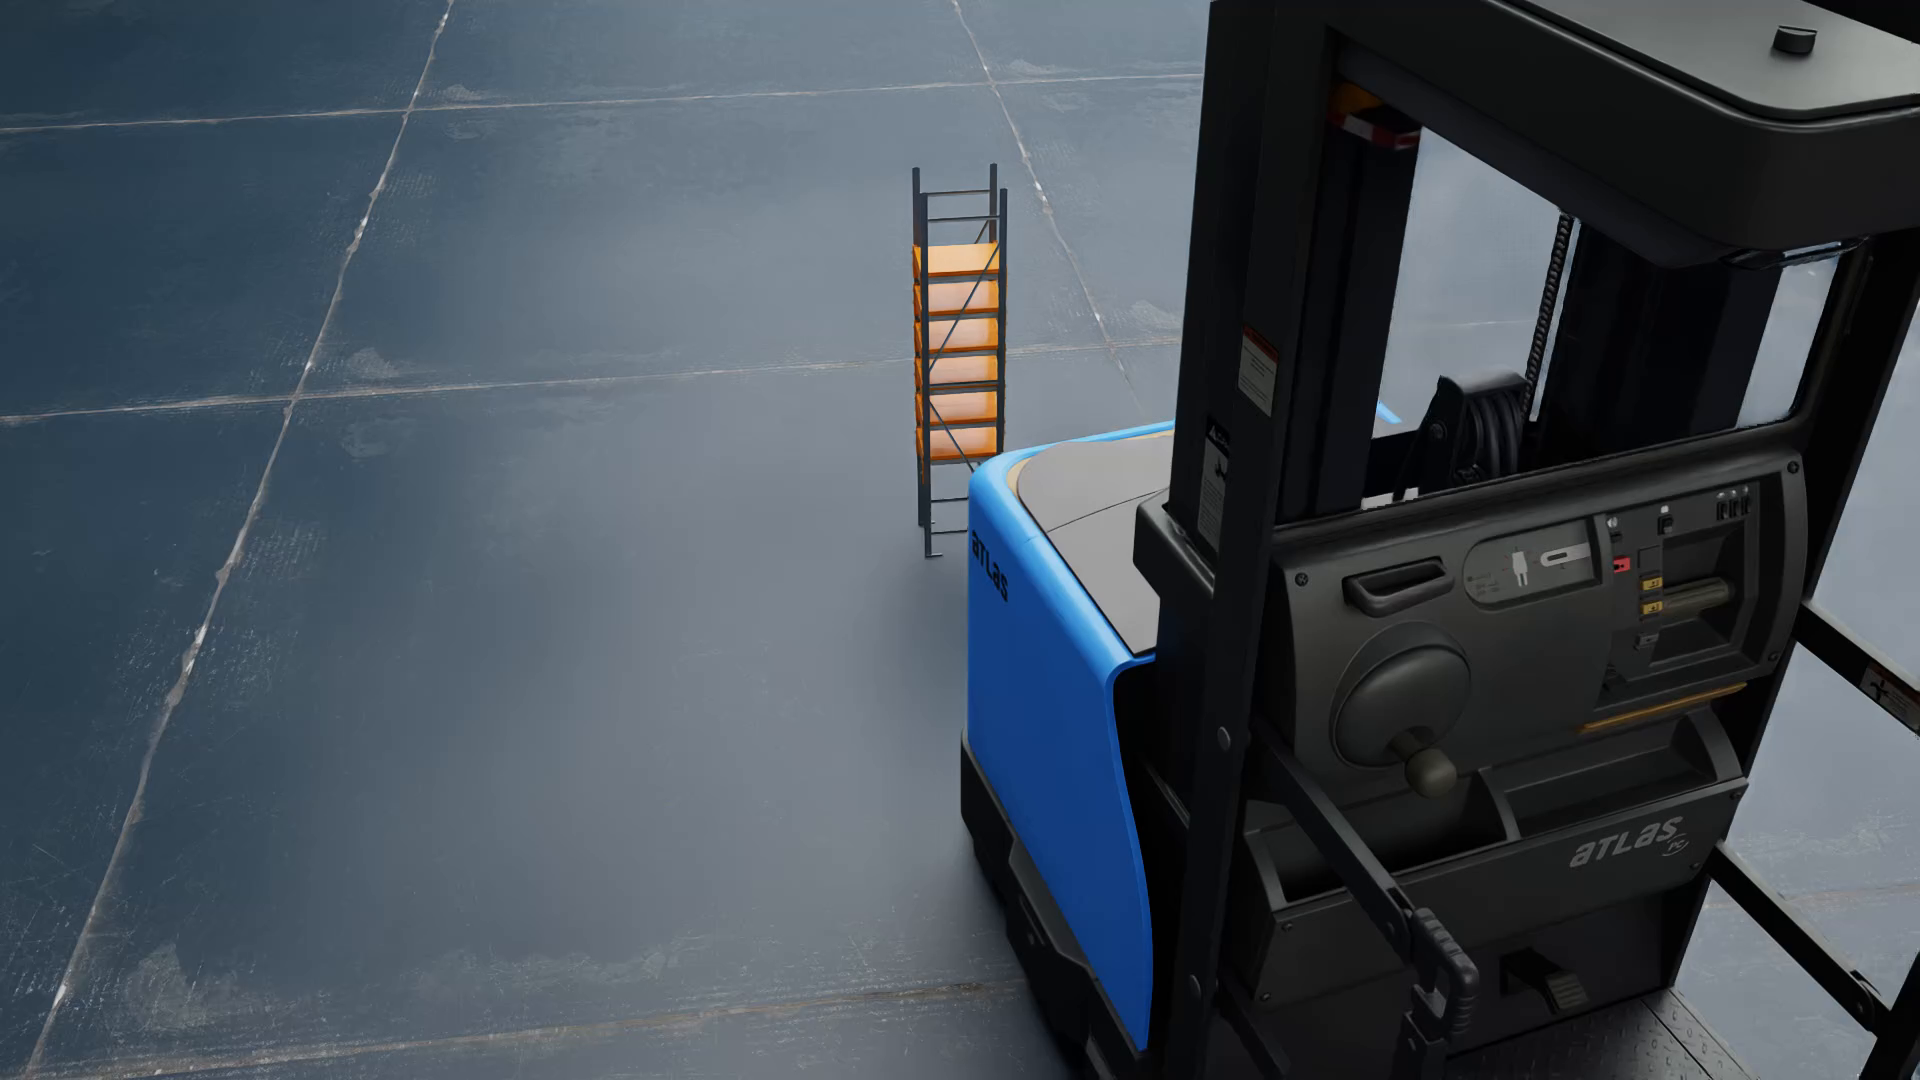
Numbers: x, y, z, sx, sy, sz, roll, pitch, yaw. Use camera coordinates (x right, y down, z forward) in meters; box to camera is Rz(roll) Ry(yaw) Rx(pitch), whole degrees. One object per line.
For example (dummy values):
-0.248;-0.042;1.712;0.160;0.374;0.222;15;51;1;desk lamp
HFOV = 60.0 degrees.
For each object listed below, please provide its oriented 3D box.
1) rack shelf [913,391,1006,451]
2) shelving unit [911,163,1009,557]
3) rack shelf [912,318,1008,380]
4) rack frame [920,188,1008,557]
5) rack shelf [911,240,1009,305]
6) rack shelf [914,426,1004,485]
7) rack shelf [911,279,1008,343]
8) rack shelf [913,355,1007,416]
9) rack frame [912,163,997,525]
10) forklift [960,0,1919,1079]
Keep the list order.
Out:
-0.002;-0.368;5.017;0.258;0.103;0.180;-4;35;-6;rack shelf
-0.002;-0.504;4.924;0.258;1.200;0.189;-4;35;-6;shelving unit
-0.002;-0.566;4.881;0.258;0.103;0.180;-4;35;-6;rack shelf
0.010;-0.453;4.849;0.240;1.200;0.006;-4;35;-6;rack frame
-0.002;-0.765;4.746;0.258;0.103;0.180;-4;35;-6;rack shelf
-0.002;-0.269;5.084;0.258;0.103;0.180;-4;35;-6;rack shelf
-0.002;-0.665;4.814;0.258;0.103;0.180;-4;35;-6;rack shelf
-0.002;-0.467;4.949;0.258;0.103;0.180;-4;35;-6;rack shelf
-0.014;-0.555;4.999;0.240;1.200;0.006;-4;35;-6;rack frame
0.985;0.183;2.379;1.130;2.935;3.031;-12;36;-17;forklift
